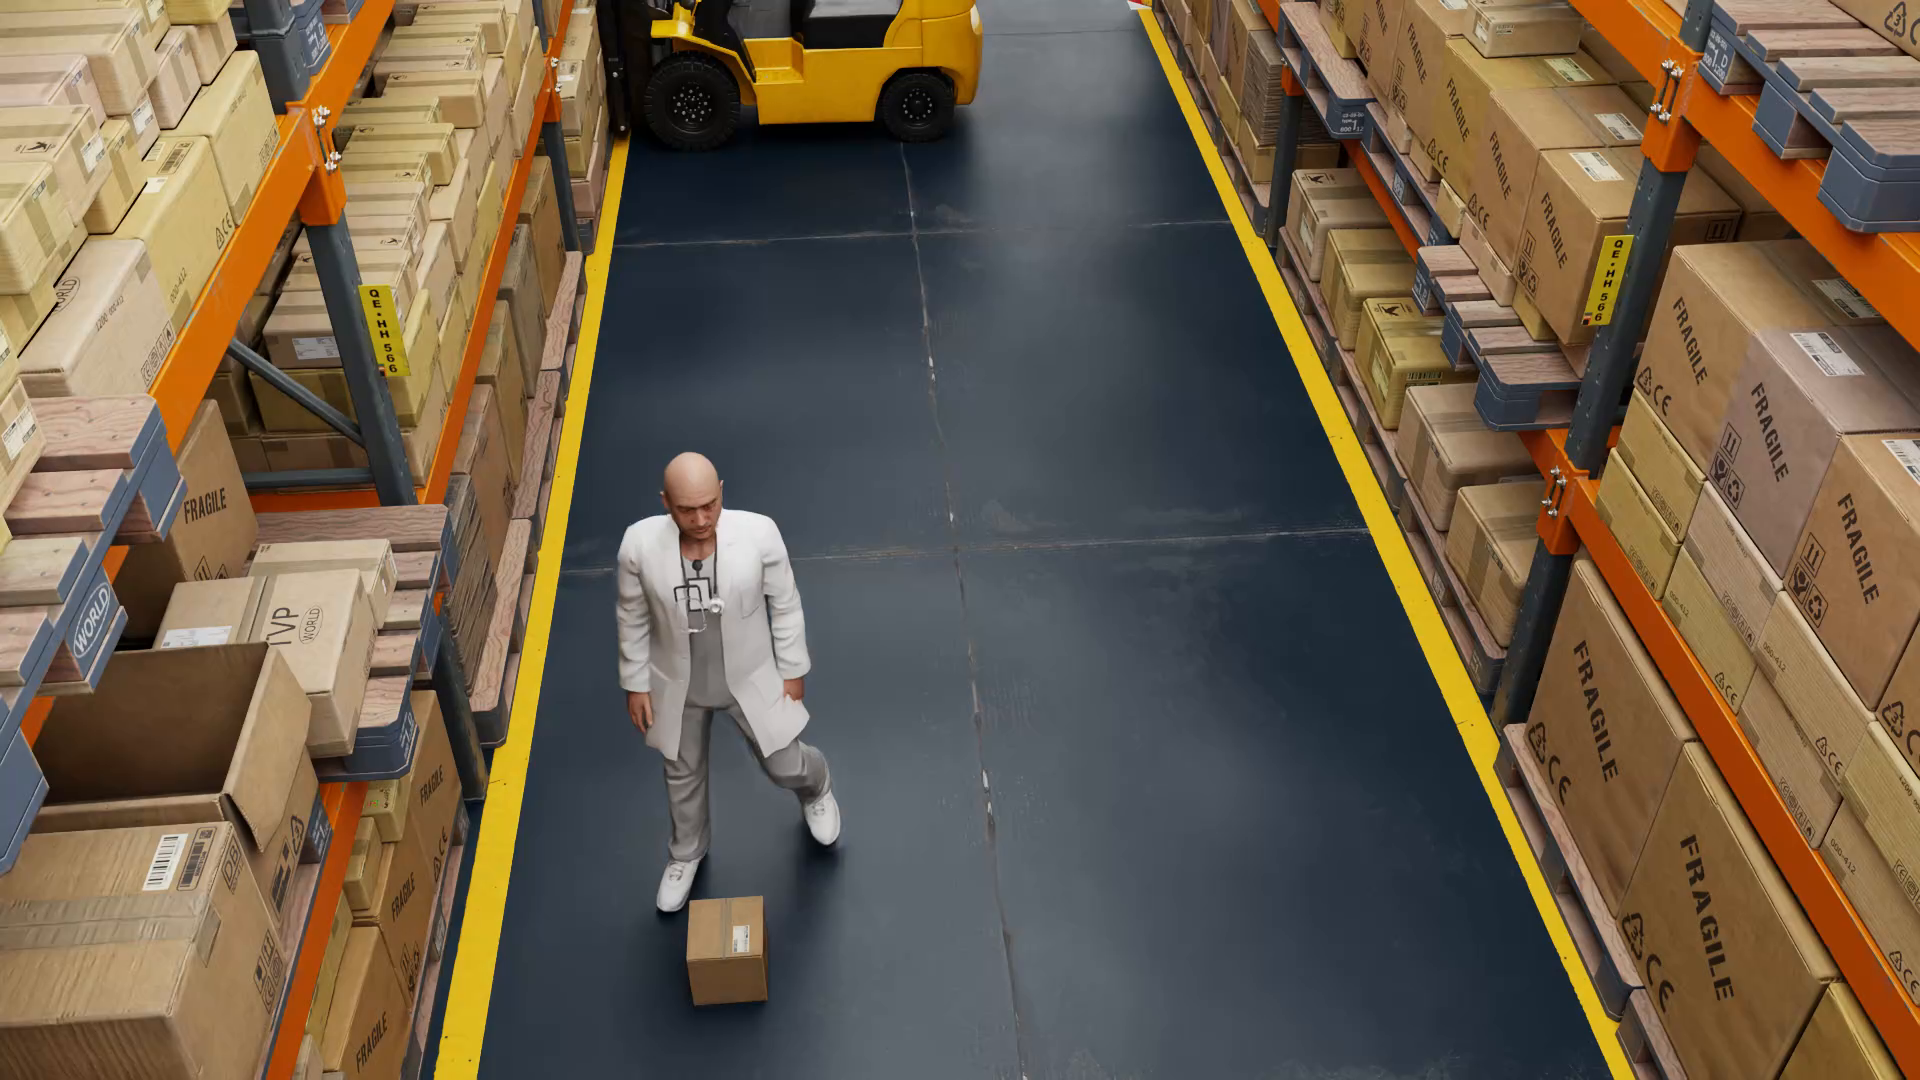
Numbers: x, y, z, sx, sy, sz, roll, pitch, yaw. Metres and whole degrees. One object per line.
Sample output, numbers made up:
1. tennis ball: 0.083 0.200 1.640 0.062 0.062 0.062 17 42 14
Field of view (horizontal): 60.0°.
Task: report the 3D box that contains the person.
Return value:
1. person: -0.789 0.444 5.583 0.702 1.786 0.600 -2 39 -3
